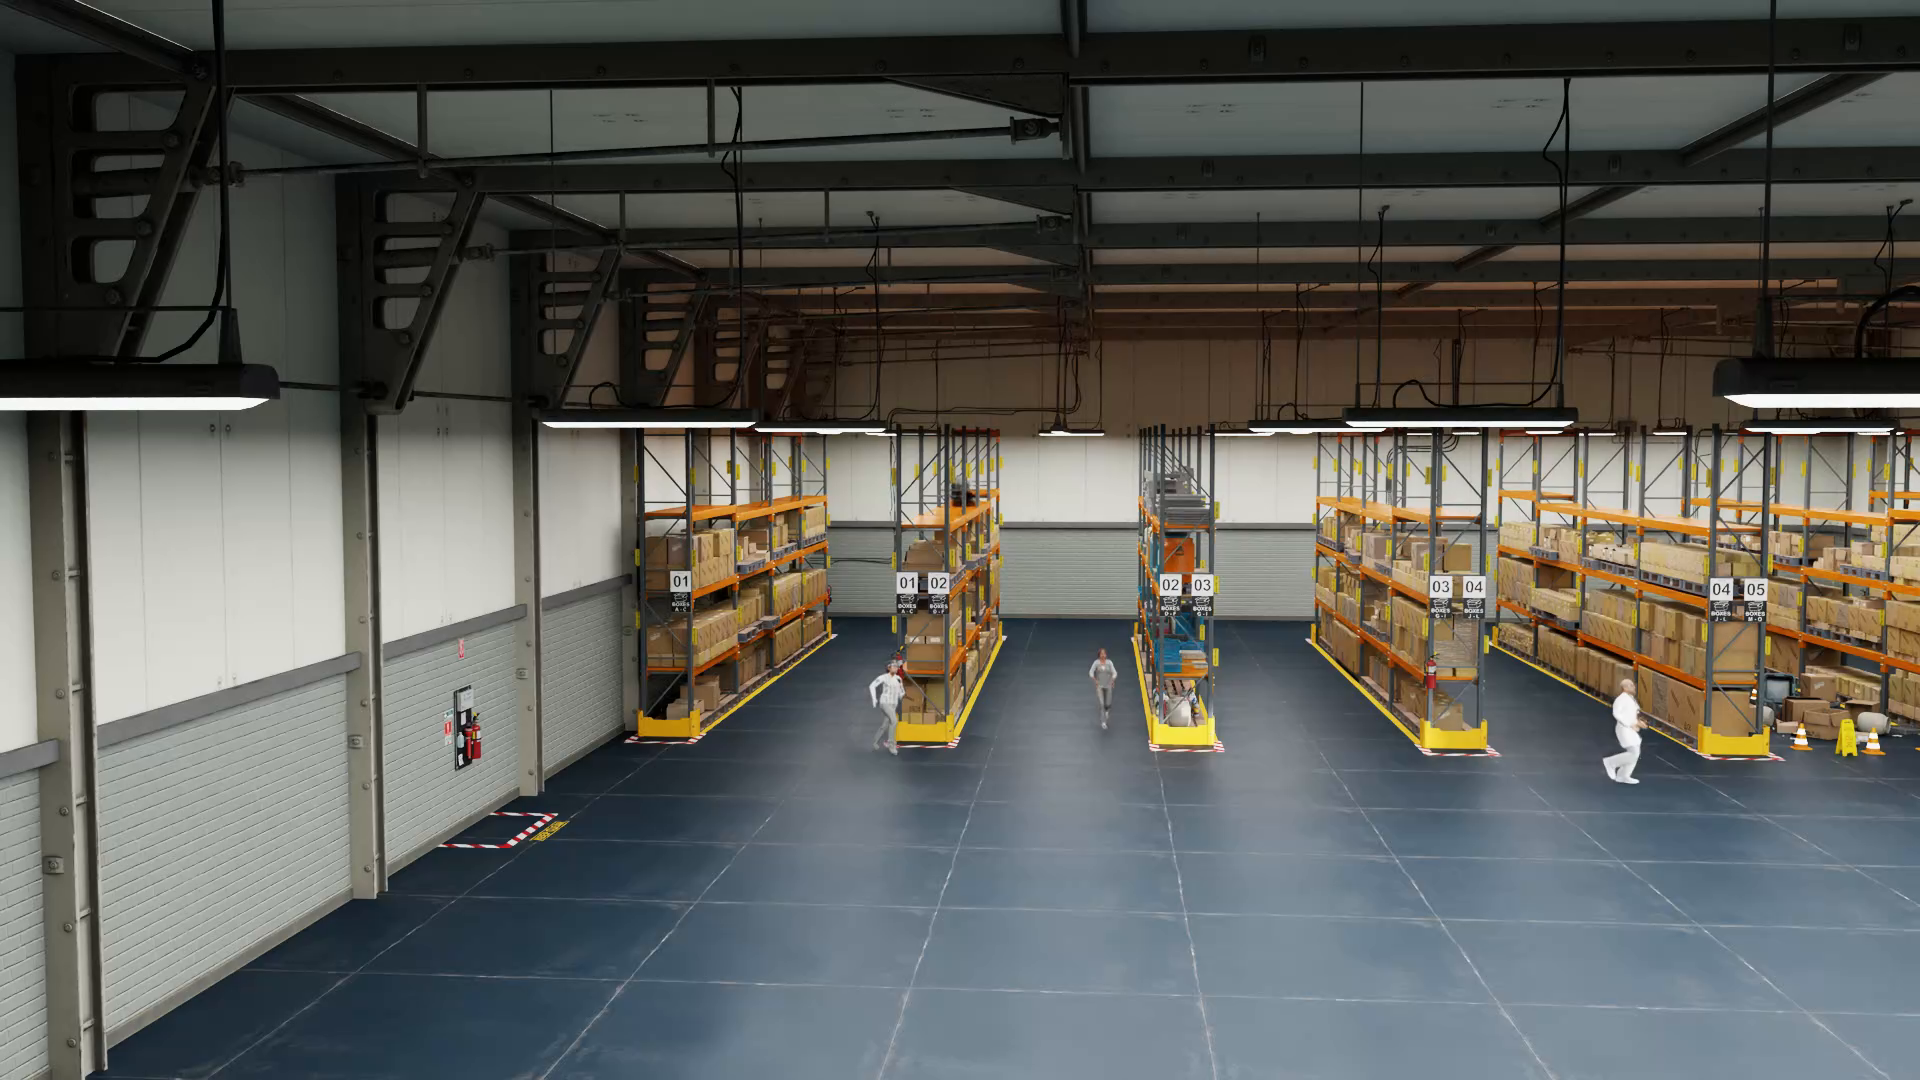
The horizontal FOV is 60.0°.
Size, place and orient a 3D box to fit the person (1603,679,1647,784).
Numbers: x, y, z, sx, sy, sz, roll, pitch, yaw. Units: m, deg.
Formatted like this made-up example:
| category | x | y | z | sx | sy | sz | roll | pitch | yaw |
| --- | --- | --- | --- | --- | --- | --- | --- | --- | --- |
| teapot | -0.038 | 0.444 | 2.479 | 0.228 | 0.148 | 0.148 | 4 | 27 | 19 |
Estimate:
| category | x | y | z | sx | sy | sz | roll | pitch | yaw |
| --- | --- | --- | --- | --- | --- | --- | --- | --- | --- |
| person | 11.041 | 3.172 | 27.604 | 0.633 | 1.730 | 0.694 | 2 | 4 | 32 |

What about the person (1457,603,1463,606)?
| category | x | y | z | sx | sy | sz | roll | pitch | yaw |
| --- | --- | --- | --- | --- | --- | --- | --- | --- | --- |
| person | 13.486 | 2.116 | 45.030 | 0.697 | 1.818 | 0.738 | 1 | 4 | 10 |

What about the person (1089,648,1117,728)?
| category | x | y | z | sx | sy | sz | roll | pitch | yaw |
| --- | --- | --- | --- | --- | --- | --- | --- | --- | --- |
| person | 2.837 | 2.928 | 33.069 | 0.555 | 1.568 | 0.637 | 0 | 3 | 2 |

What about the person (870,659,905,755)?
| category | x | y | z | sx | sy | sz | roll | pitch | yaw |
| --- | --- | --- | --- | --- | --- | --- | --- | --- | --- |
| person | -1.259 | 3.028 | 30.412 | 0.725 | 1.685 | 0.598 | 3 | 5 | 45 |
